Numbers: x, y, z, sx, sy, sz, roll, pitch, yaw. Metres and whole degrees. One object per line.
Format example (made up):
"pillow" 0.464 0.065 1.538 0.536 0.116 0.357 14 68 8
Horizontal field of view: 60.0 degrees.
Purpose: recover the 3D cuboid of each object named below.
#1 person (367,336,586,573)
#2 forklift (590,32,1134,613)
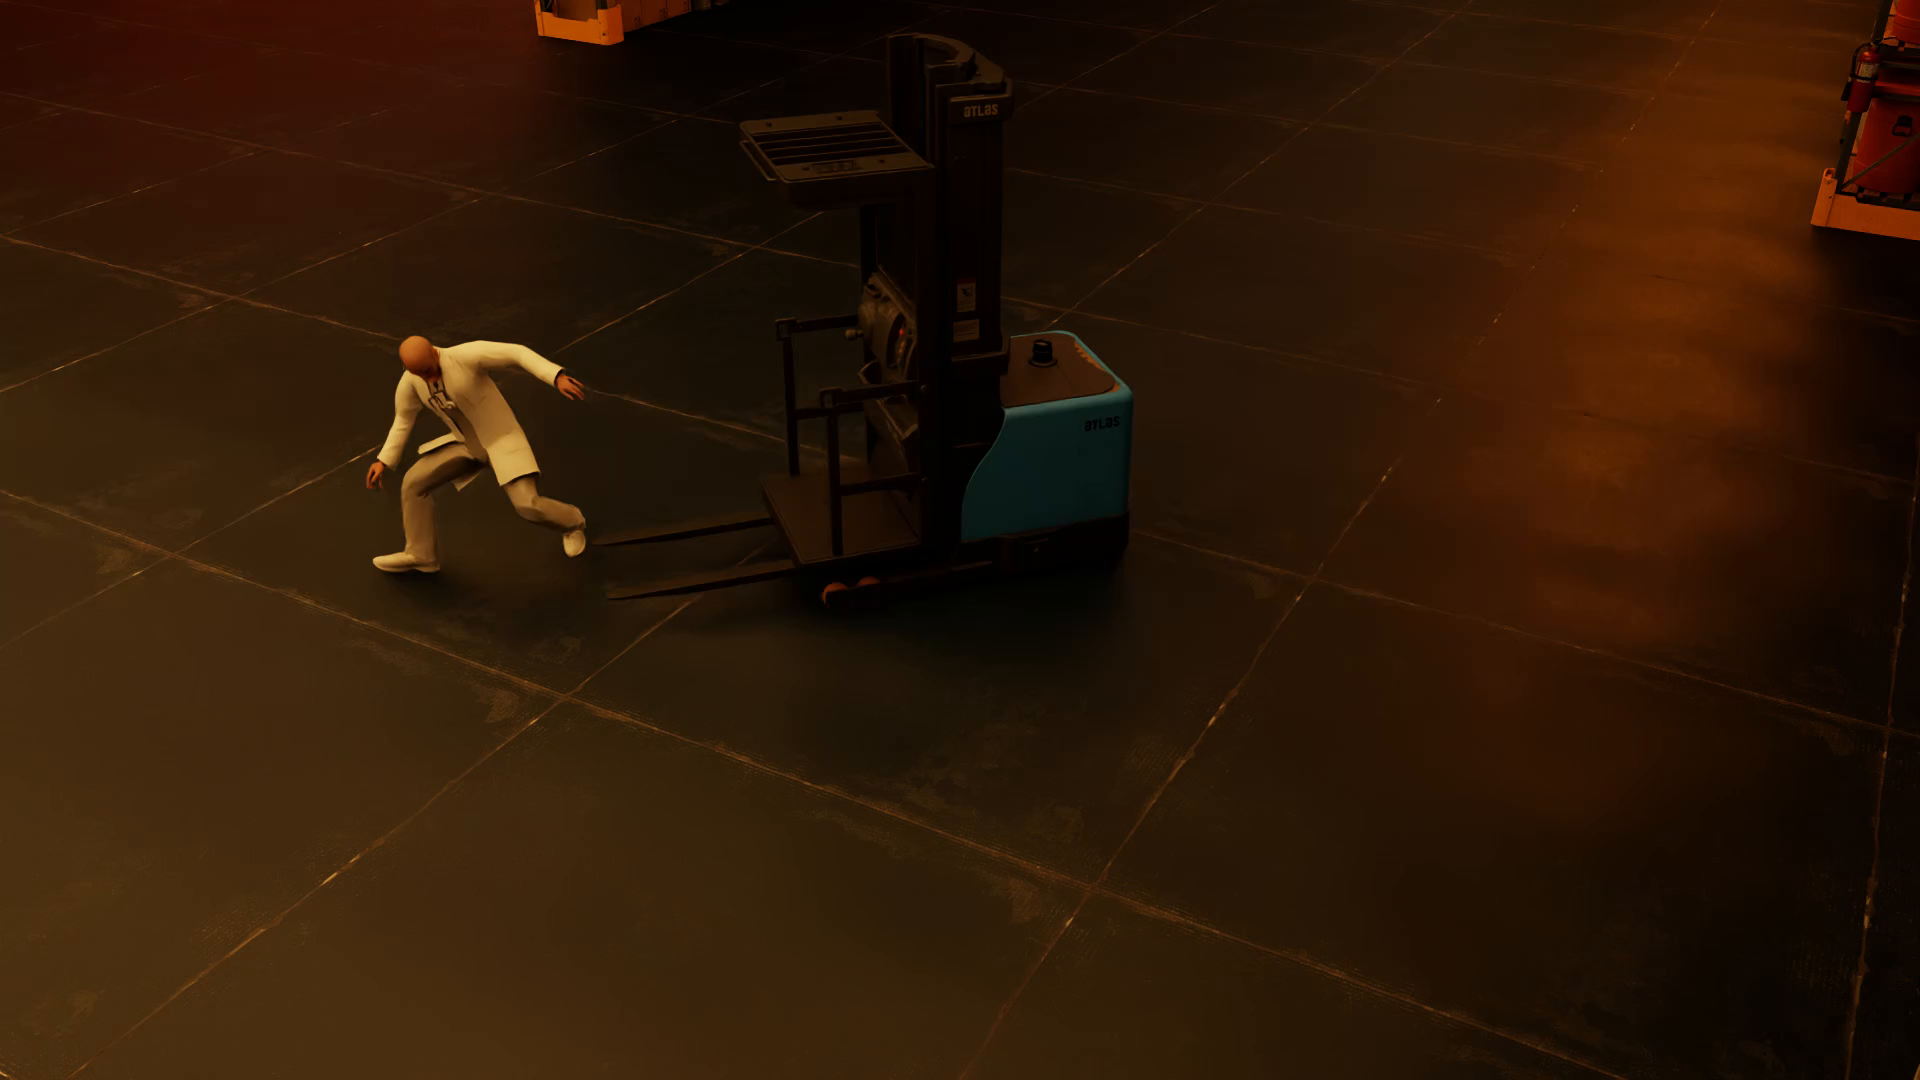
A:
"person" -2.678 -0.498 9.393 1.231 1.491 0.795 10 31 17
"forklift" -0.584 -1.160 9.080 3.031 2.935 1.130 -10 31 -16
